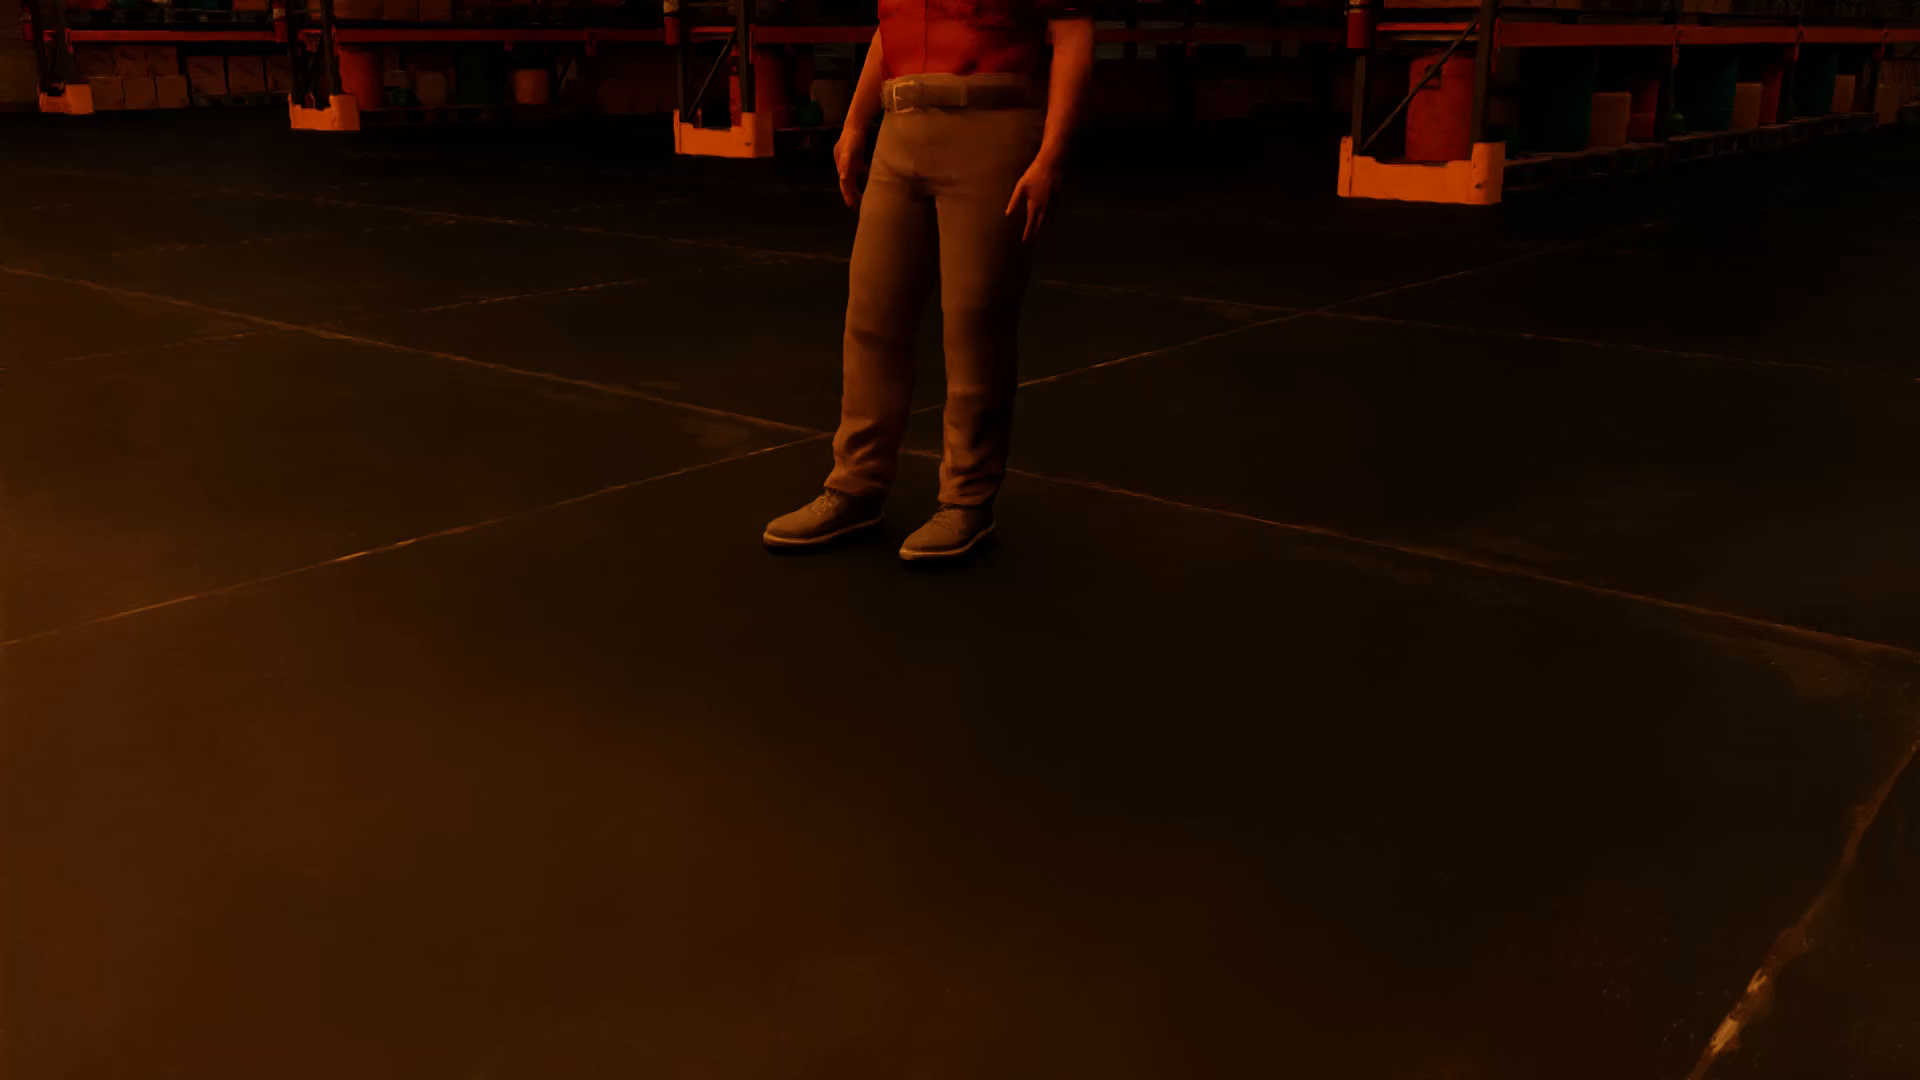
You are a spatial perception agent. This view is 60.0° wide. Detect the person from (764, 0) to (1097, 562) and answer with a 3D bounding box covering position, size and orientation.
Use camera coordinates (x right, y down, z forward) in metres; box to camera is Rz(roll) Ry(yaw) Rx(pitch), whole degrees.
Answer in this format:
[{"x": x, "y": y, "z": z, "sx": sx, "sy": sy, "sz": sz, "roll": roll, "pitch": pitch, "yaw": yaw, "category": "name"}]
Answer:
[{"x": -0.066, "y": -0.816, "z": 3.630, "sx": 0.640, "sy": 1.726, "sz": 0.550, "roll": 13, "pitch": 21, "yaw": 37, "category": "person"}]
